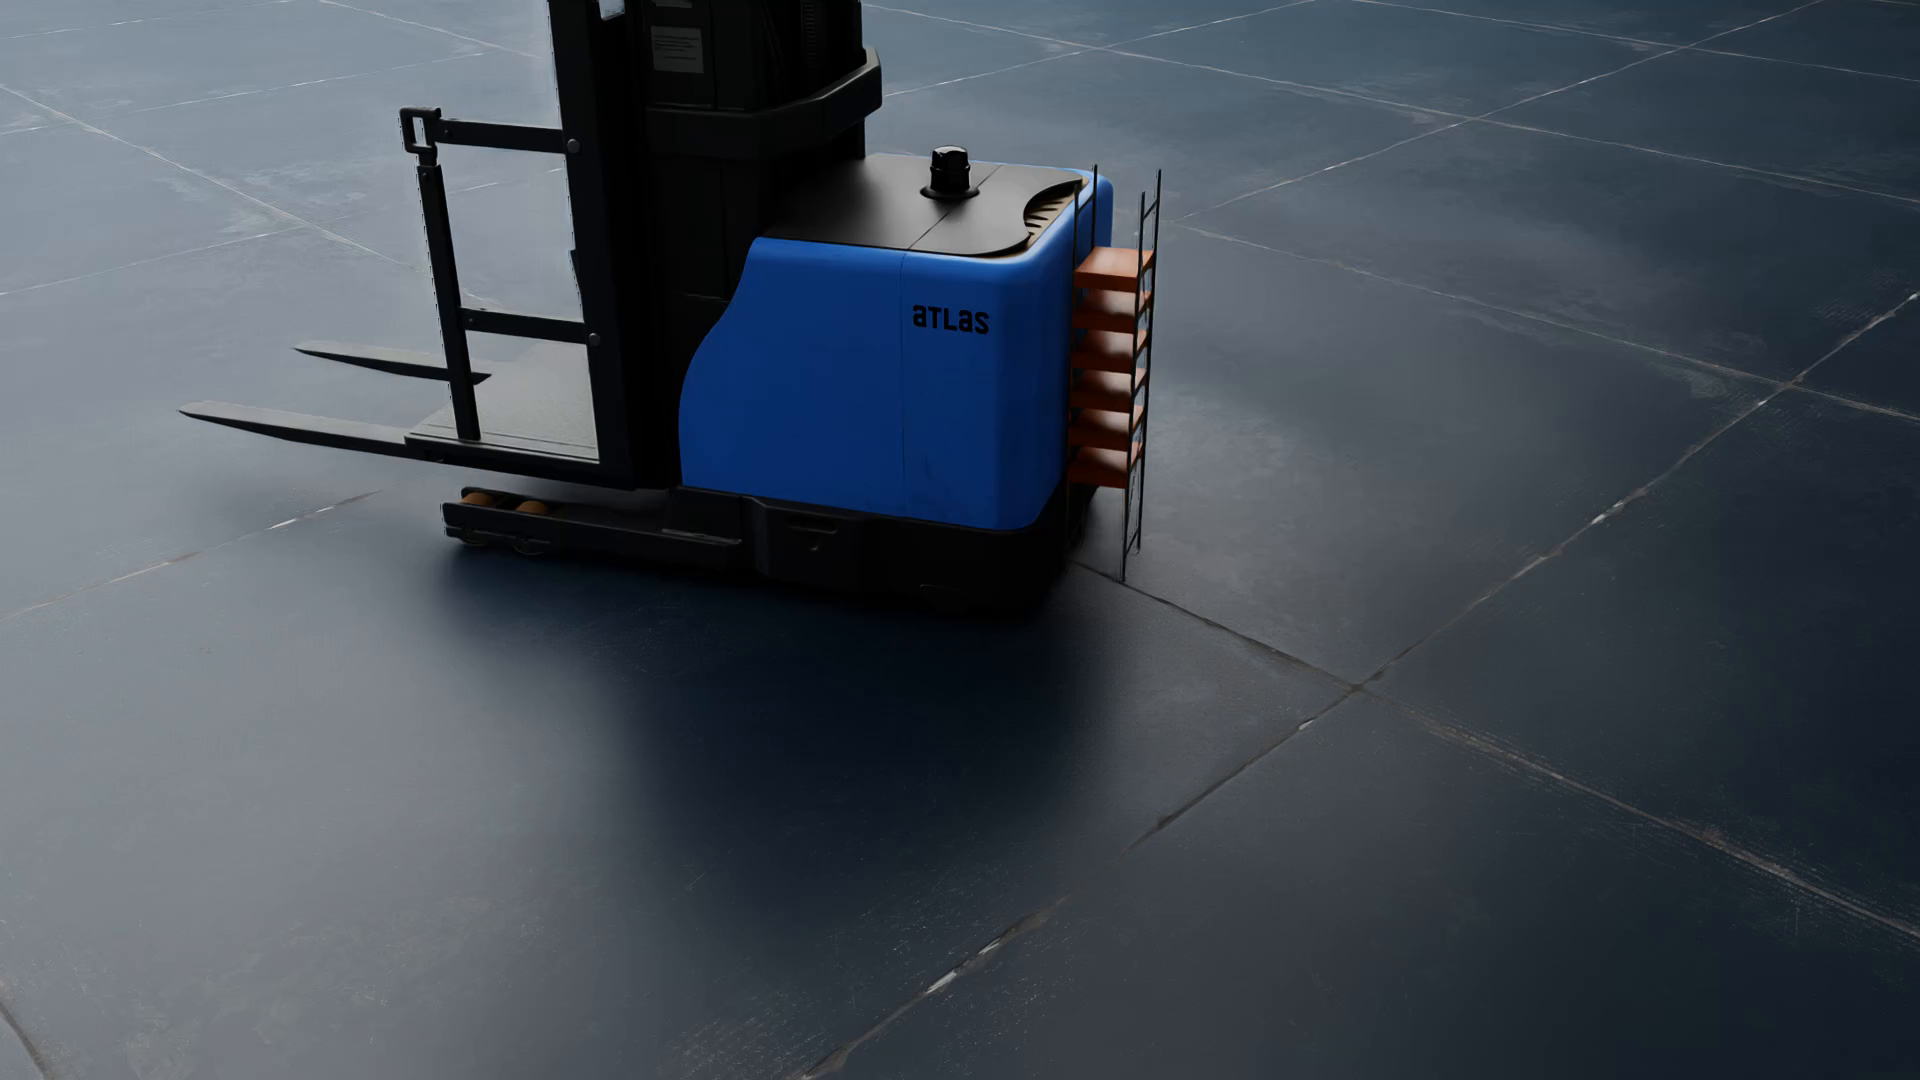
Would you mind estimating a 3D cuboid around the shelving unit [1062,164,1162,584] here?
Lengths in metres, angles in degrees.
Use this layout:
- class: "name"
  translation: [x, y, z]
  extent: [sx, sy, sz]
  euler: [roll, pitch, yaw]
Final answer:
- class: "shelving unit"
  translation: [0.437, -0.465, 4.845]
  extent: [0.189, 1.200, 0.258]
  euler: [8, 29, 15]

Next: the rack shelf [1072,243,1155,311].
- class: "rack shelf"
  translation: [0.437, -0.744, 4.698]
  extent: [0.180, 0.103, 0.258]
  euler: [8, 29, 15]

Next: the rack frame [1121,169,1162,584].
- class: "rack frame"
  translation: [0.524, -0.452, 4.821]
  extent: [0.006, 1.200, 0.240]
  euler: [8, 29, 15]

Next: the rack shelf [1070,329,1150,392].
- class: "rack shelf"
  translation: [0.437, -0.532, 4.810]
  extent: [0.180, 0.103, 0.258]
  euler: [8, 29, 15]

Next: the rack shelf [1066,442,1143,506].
- class: "rack shelf"
  translation: [0.437, -0.213, 4.978]
  extent: [0.180, 0.103, 0.258]
  euler: [8, 29, 15]

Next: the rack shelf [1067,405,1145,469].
- class: "rack shelf"
  translation: [0.437, -0.320, 4.922]
  extent: [0.180, 0.103, 0.258]
  euler: [8, 29, 15]

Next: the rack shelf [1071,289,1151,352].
- class: "rack shelf"
  translation: [0.437, -0.638, 4.754]
  extent: [0.180, 0.103, 0.258]
  euler: [8, 29, 15]

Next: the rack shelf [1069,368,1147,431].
- class: "rack shelf"
  translation: [0.437, -0.426, 4.866]
  extent: [0.180, 0.103, 0.258]
  euler: [8, 29, 15]

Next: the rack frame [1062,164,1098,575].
- class: "rack frame"
  translation: [0.350, -0.478, 4.870]
  extent: [0.006, 1.200, 0.240]
  euler: [8, 29, 15]

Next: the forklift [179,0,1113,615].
- class: "forklift"
  translation: [-1.093, -1.472, 4.901]
  extent: [3.031, 2.935, 1.130]
  euler: [8, 29, 16]
